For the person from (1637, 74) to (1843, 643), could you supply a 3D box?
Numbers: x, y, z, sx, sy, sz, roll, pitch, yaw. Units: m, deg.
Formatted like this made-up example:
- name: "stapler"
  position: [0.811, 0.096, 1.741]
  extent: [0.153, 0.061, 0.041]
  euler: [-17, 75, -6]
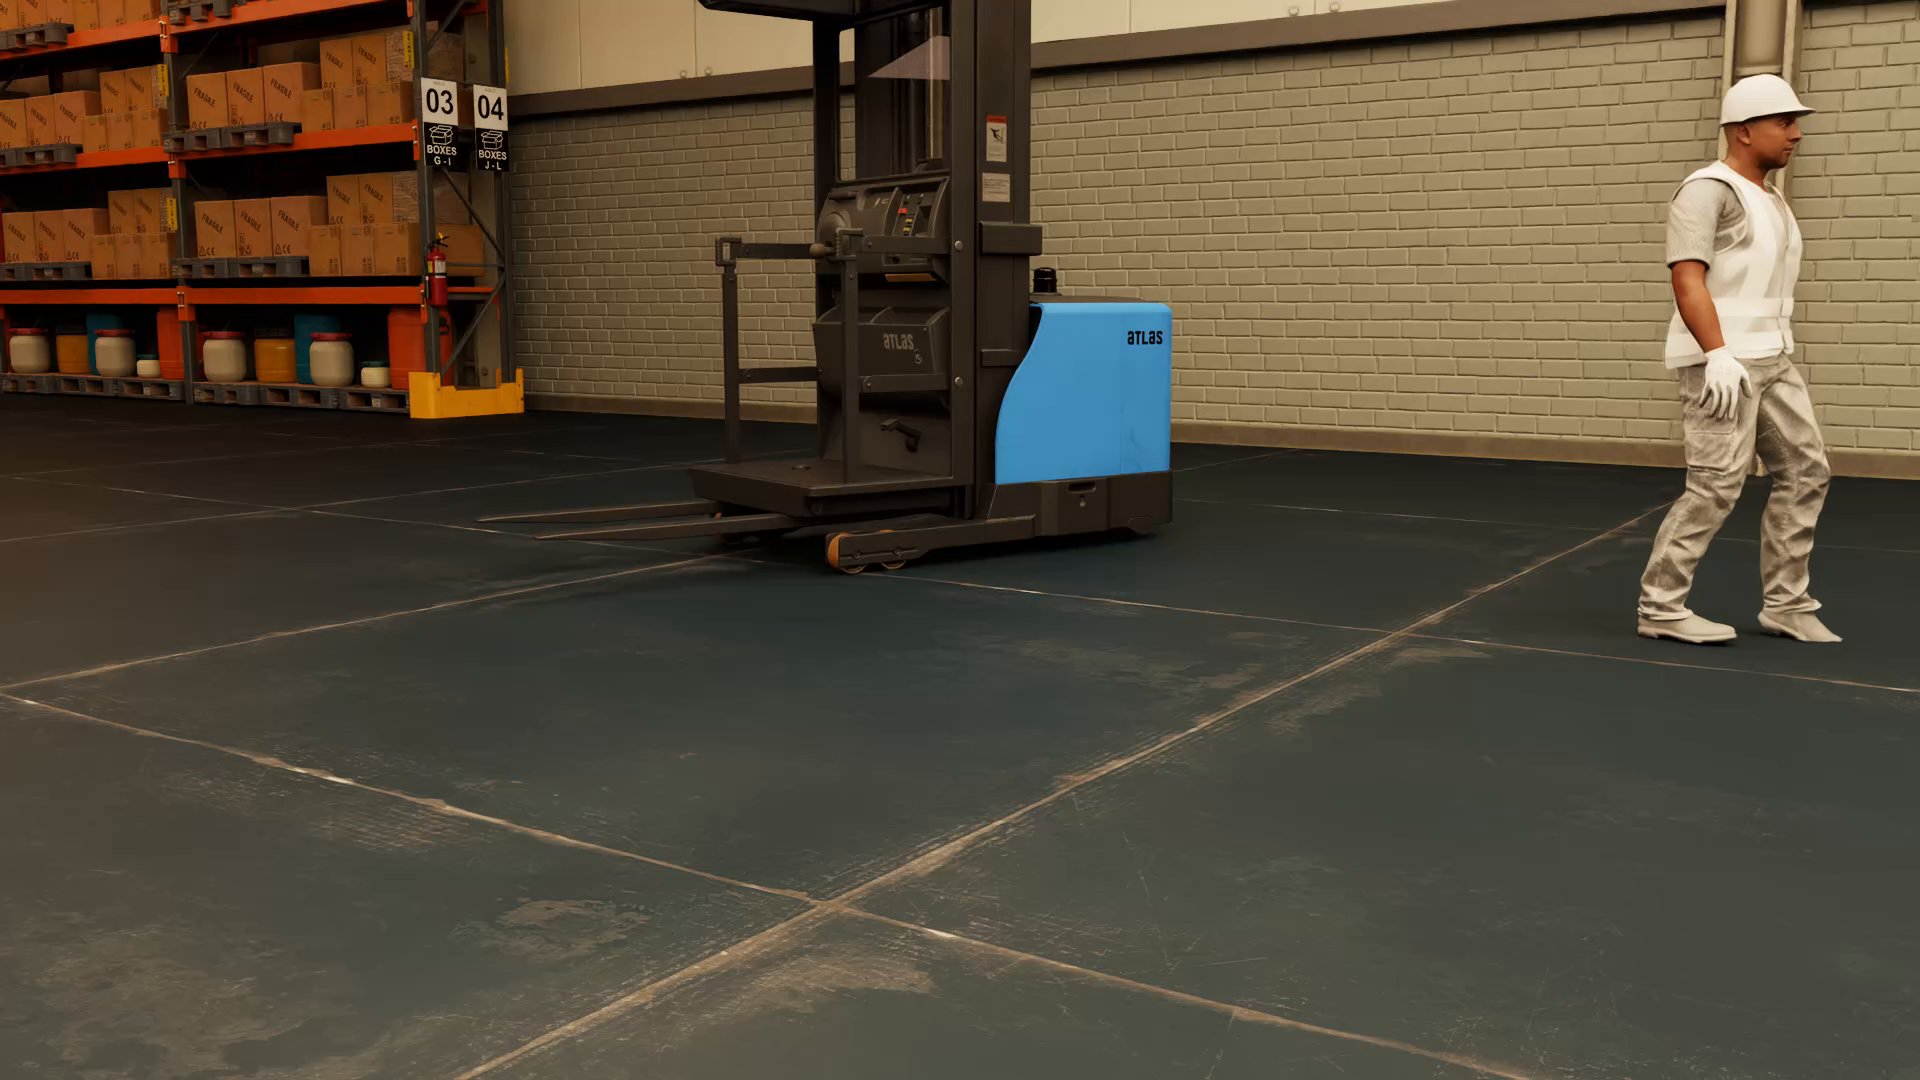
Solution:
- name: "person"
  position: [2.480, -0.519, 5.198]
  extent: [0.650, 1.823, 0.550]
  euler: [-8, 11, -44]

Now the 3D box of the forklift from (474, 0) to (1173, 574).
- name: "forklift"
  position: [-0.510, -1.399, 7.032]
  extent: [3.031, 2.935, 1.130]
  euler: [-6, 10, -35]
